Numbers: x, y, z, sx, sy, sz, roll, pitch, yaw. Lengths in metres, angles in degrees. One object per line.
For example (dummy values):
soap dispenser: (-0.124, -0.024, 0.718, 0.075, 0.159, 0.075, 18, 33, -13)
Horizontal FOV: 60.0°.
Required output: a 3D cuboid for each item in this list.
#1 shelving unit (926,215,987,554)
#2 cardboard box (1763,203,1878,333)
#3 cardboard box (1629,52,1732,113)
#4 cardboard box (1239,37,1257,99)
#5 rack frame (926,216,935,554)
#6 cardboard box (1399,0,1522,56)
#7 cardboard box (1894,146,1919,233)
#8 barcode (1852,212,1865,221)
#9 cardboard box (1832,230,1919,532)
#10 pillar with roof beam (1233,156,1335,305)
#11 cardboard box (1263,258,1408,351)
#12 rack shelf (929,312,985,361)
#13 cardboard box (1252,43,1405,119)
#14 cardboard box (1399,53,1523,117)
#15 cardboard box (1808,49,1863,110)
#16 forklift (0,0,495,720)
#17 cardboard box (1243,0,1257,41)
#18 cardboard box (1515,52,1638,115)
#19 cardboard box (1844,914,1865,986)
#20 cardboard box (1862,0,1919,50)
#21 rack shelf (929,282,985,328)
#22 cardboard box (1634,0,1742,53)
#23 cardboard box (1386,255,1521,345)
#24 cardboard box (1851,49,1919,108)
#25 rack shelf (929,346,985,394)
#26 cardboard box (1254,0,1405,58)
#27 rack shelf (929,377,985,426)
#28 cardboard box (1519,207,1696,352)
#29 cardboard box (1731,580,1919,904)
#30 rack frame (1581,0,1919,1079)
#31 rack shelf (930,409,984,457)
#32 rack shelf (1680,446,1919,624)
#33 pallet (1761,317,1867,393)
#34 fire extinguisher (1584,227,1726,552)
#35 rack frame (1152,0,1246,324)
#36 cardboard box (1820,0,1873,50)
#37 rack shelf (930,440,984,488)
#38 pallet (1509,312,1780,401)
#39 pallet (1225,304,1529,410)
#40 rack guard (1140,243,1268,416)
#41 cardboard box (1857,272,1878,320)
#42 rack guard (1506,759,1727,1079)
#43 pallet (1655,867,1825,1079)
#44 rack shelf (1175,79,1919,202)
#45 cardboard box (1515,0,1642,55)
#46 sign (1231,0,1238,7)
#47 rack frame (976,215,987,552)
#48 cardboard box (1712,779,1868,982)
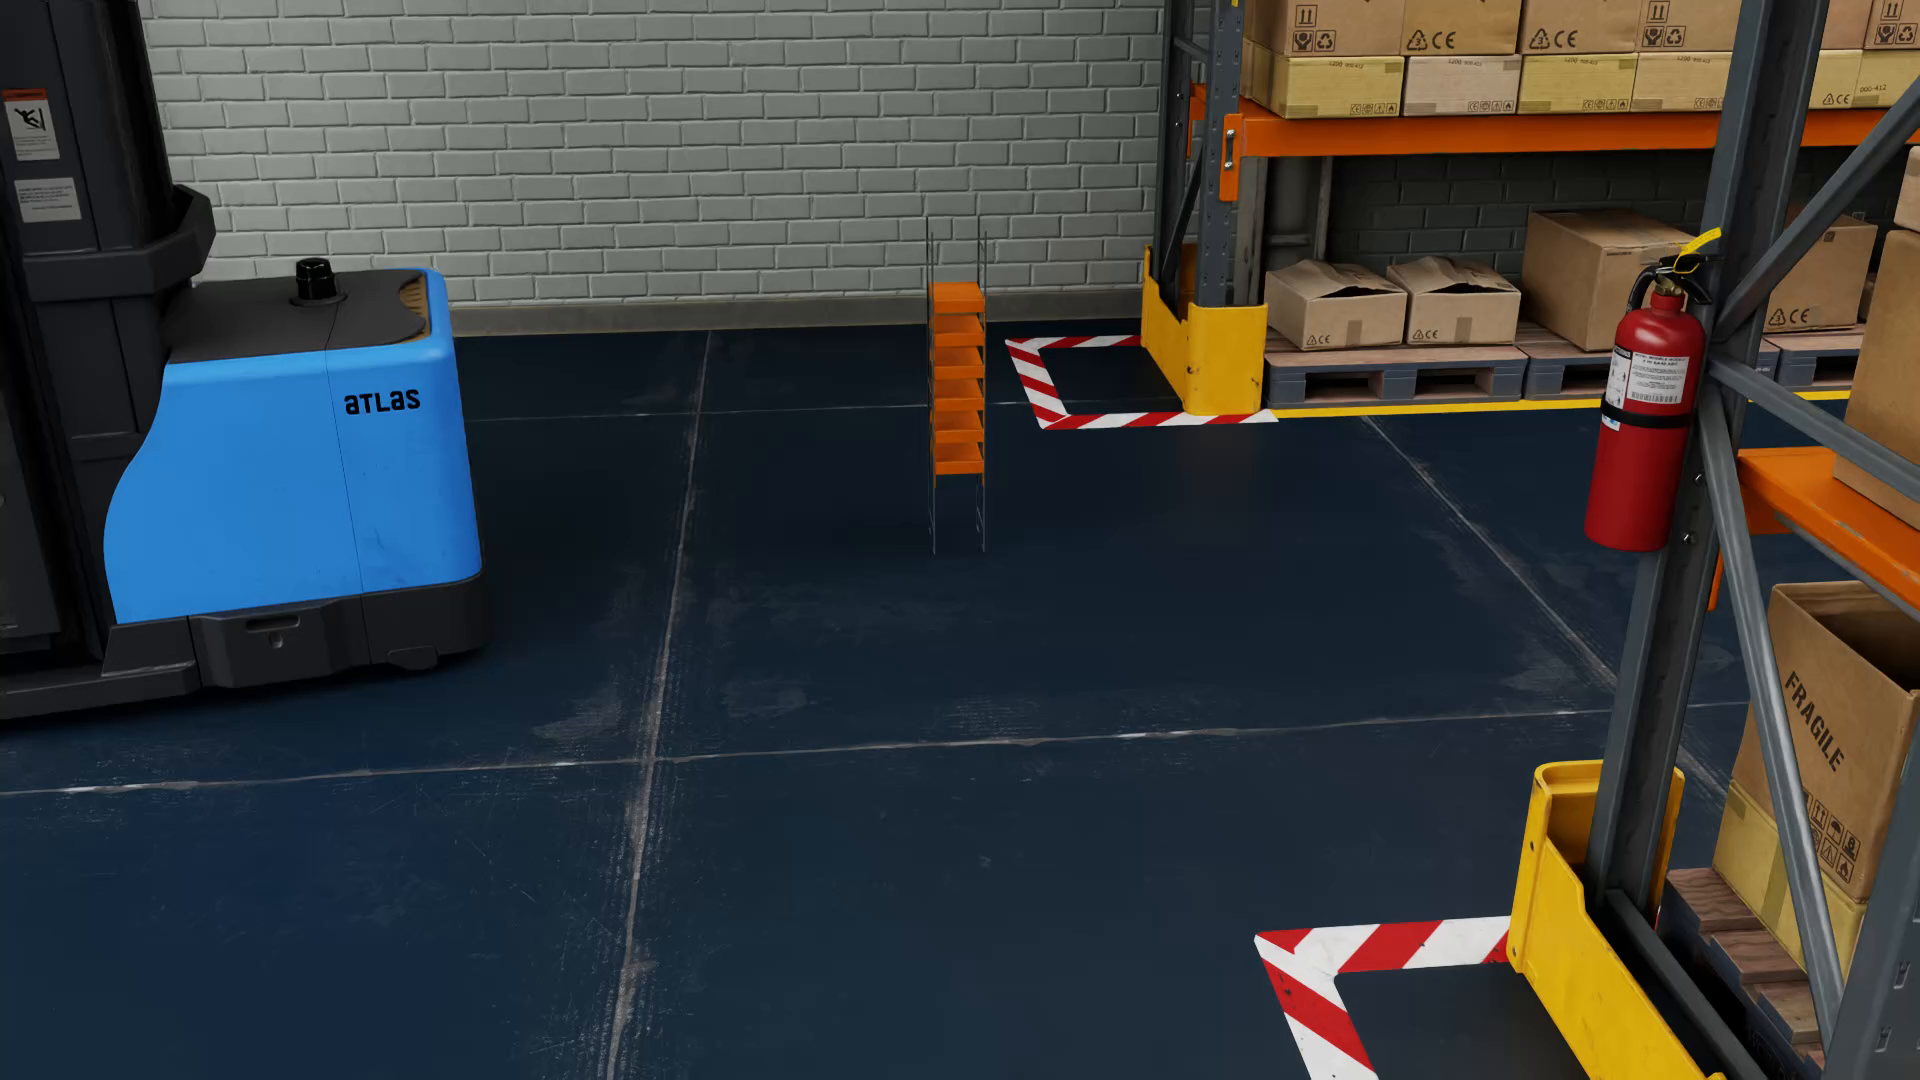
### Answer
shelving unit: (-0.014, -0.548, 6.005, 0.189, 1.200, 0.258, -2, 24, -5)
cardboard box: (4.023, -1.329, 8.083, 0.500, 0.500, 0.500, -4, 24, -9)
cardboard box: (3.114, -2.064, 7.360, 0.500, 0.250, 0.500, -2, 24, -5)
cardboard box: (1.517, -2.206, 7.680, 0.500, 0.250, 0.500, -2, 24, -4)
rack frame: (-0.105, -0.544, 5.997, 0.006, 1.200, 0.240, -2, 24, -5)
cardboard box: (2.068, -2.365, 7.114, 0.500, 0.500, 0.500, -2, 24, -5)
cardboard box: (1.923, -0.601, 2.986, 0.250, 0.149, 0.380, -3, 24, -6)
barcode: (4.491, -1.608, 8.317, 0.075, 0.075, 0.001, -2, 24, -5)
cardboard box: (2.027, -0.225, 2.941, 0.500, 0.500, 0.700, -2, 24, -5)
pillar with roof beam: (2.106, -3.547, 3.151, 0.400, 9.000, 9.100, -2, 24, -5)
cardboard box: (1.768, -1.132, 7.872, 0.500, 0.311, 0.500, -5, 24, -11)
rack shelf: (-0.014, -0.726, 5.926, 0.180, 0.103, 0.258, -2, 24, -5)
cardboard box: (1.588, -2.000, 7.217, 0.500, 0.250, 0.500, -3, 24, -7)
cardboard box: (2.103, -2.027, 7.276, 0.500, 0.250, 0.500, -3, 24, -7)
cardboard box: (3.614, -2.084, 7.406, 0.500, 0.250, 0.500, -2, 24, -5)
forklift: (-3.080, -0.947, 4.772, 3.031, 2.935, 1.130, -7, 25, -16)
cardboard box: (1.519, -2.556, 7.545, 0.500, 0.500, 0.500, -3, 24, -6)
cardboard box: (2.611, -2.044, 7.317, 0.500, 0.250, 0.500, -3, 24, -6)
cardboard box: (2.117, 0.967, 3.250, 0.500, 0.250, 0.500, -2, 24, -5)
cardboard box: (4.115, -2.445, 7.295, 0.500, 0.500, 0.500, -2, 24, -5)
rack shelf: (-0.014, -0.836, 5.877, 0.180, 0.103, 0.258, -2, 24, -5)
cardboard box: (3.096, -2.408, 7.212, 0.500, 0.500, 0.500, -2, 24, -3)
cardboard box: (2.336, -1.155, 7.923, 0.500, 0.311, 0.500, 0, 24, -1)
cardboard box: (4.113, -2.111, 7.465, 0.500, 0.250, 0.500, -2, 24, -5)
rack shelf: (-0.014, -0.617, 5.974, 0.180, 0.103, 0.258, -2, 24, -5)
cardboard box: (1.576, -2.349, 7.079, 0.500, 0.500, 0.500, -2, 24, -5)
rack shelf: (-0.014, -0.507, 6.023, 0.180, 0.103, 0.258, -2, 24, -5)
cardboard box: (3.071, -1.250, 7.905, 0.500, 0.500, 0.700, -4, 24, -8)
cardboard box: (2.066, 0.414, 3.570, 0.500, 0.500, 0.500, -2, 24, -5)
rack frame: (1.562, -0.166, 2.931, 0.127, 3.000, 1.000, -2, 24, -5)
rack shelf: (-0.014, -0.397, 6.072, 0.180, 0.103, 0.258, -2, 24, -5)
rack shelf: (3.552, 0.083, 3.256, 4.000, 0.370, 1.077, -2, 24, -5)
pallet: (4.387, -1.013, 8.268, 1.213, 0.211, 1.003, -2, 24, -5)
fire extinguisher: (1.398, -0.314, 3.358, 0.183, 0.674, 0.296, -2, 24, -5)
rack frame: (1.071, -2.168, 7.435, 0.127, 3.000, 1.000, -2, 24, -5)
cardboard box: (3.613, -2.429, 7.259, 0.500, 0.500, 0.500, -3, 24, -7)
rack shelf: (-0.014, -0.288, 6.121, 0.180, 0.103, 0.258, -2, 24, -5)
pallet: (3.170, -0.963, 8.156, 1.213, 0.211, 1.003, -2, 24, -5)
pallet: (1.959, -0.915, 8.049, 1.213, 0.211, 1.003, -2, 24, -5)
rack guard: (1.147, -1.029, 7.950, 0.348, 0.500, 1.175, -2, 24, -5)
cardboard box: (4.522, -1.201, 8.205, 0.250, 0.166, 0.380, -5, 25, -12)
rack guard: (1.538, 0.977, 3.436, 0.348, 0.500, 1.175, -2, 24, -5)
pallet: (2.319, 1.061, 3.604, 1.213, 0.211, 1.003, -2, 24, -5)
rack shelf: (3.061, -1.919, 7.761, 4.000, 0.370, 1.077, -2, 24, -5)
cardboard box: (2.583, -2.383, 7.155, 0.500, 0.500, 0.500, -3, 24, -7)
sign: (1.125, -2.345, 6.766, 0.005, 0.325, 0.100, -2, 24, -5)
rack frame: (0.077, -0.551, 6.013, 0.006, 1.200, 0.240, -2, 24, -5)
cardboard box: (2.066, 0.758, 3.721, 0.500, 0.250, 0.500, -2, 24, -5)
